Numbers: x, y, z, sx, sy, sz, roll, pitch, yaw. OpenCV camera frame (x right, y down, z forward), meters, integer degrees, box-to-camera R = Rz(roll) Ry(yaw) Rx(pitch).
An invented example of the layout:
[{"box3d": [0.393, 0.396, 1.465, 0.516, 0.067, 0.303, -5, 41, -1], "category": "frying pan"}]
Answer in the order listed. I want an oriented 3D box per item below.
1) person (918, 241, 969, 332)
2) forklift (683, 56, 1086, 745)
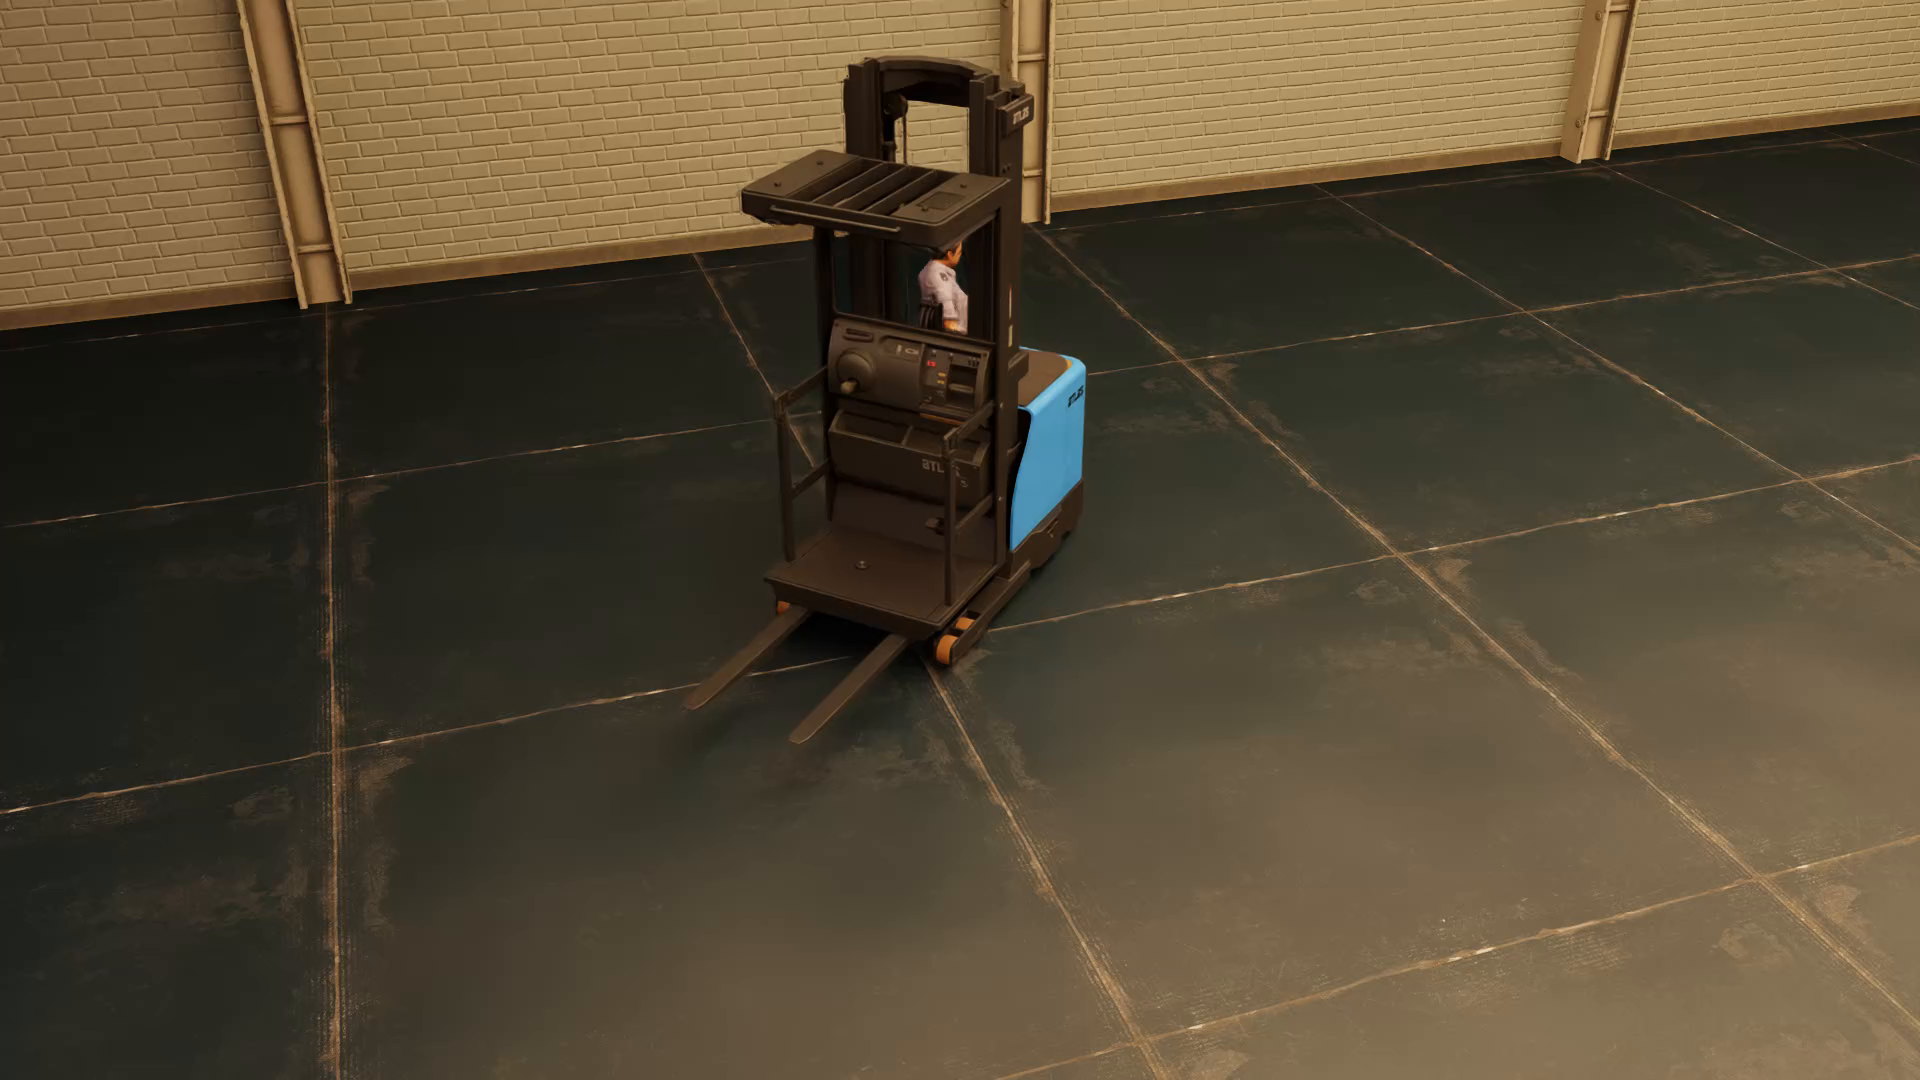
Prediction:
[{"box3d": [-0.067, -1.262, 10.734, 0.659, 1.541, 0.890, -8, 31, -14], "category": "person"}, {"box3d": [-0.371, -0.854, 8.571, 1.130, 2.935, 3.031, 14, 33, 23], "category": "forklift"}]
